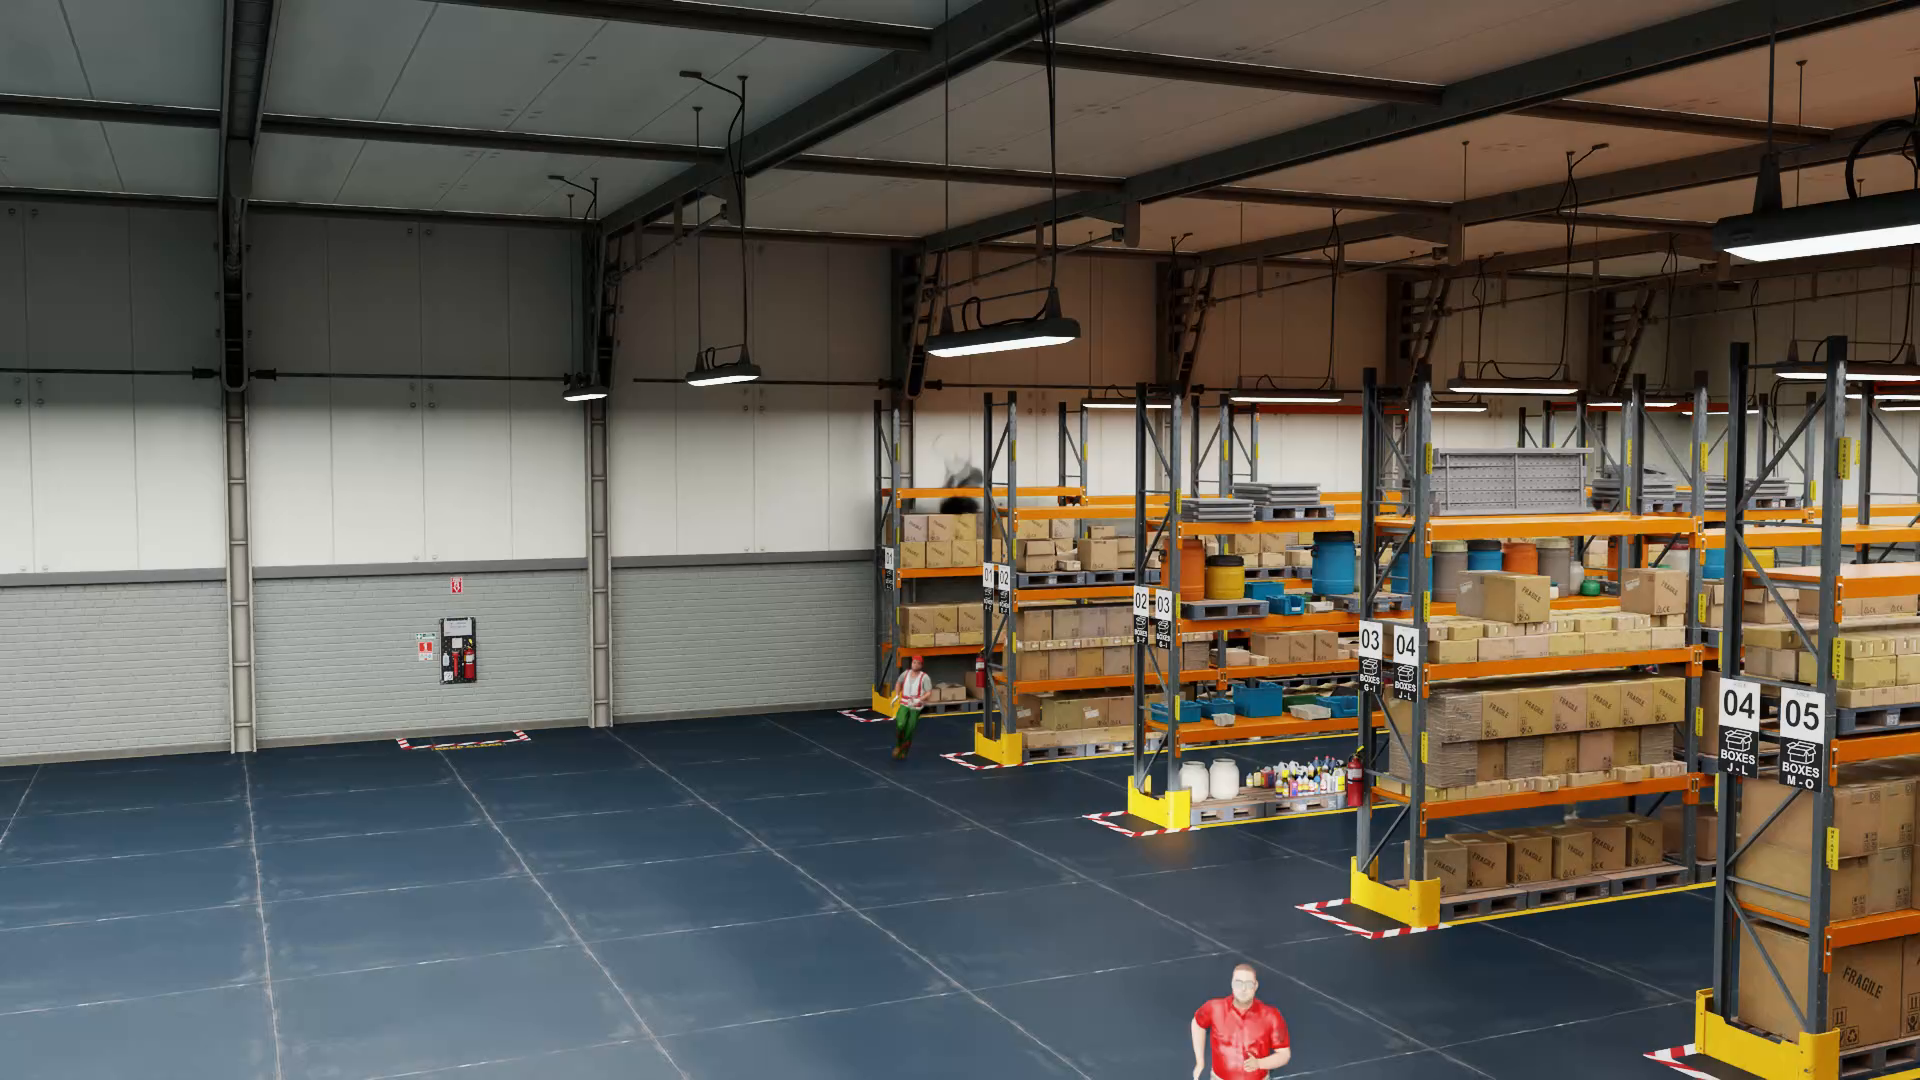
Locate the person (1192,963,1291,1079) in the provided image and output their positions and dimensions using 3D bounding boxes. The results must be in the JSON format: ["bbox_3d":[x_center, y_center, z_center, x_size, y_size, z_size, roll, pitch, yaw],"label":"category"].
[{"bbox_3d":[1.841,3.681,10.916,0.635,1.796,0.770,0,3,7],"label":"person"}]

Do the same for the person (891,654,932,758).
[{"bbox_3d":[-0.804,2.718,26.969,0.700,1.715,0.629,1,3,10],"label":"person"}]

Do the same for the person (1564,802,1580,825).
[{"bbox_3d":[8.166,3.065,22.402,0.625,1.604,0.515,-2,4,-33],"label":"person"}]
